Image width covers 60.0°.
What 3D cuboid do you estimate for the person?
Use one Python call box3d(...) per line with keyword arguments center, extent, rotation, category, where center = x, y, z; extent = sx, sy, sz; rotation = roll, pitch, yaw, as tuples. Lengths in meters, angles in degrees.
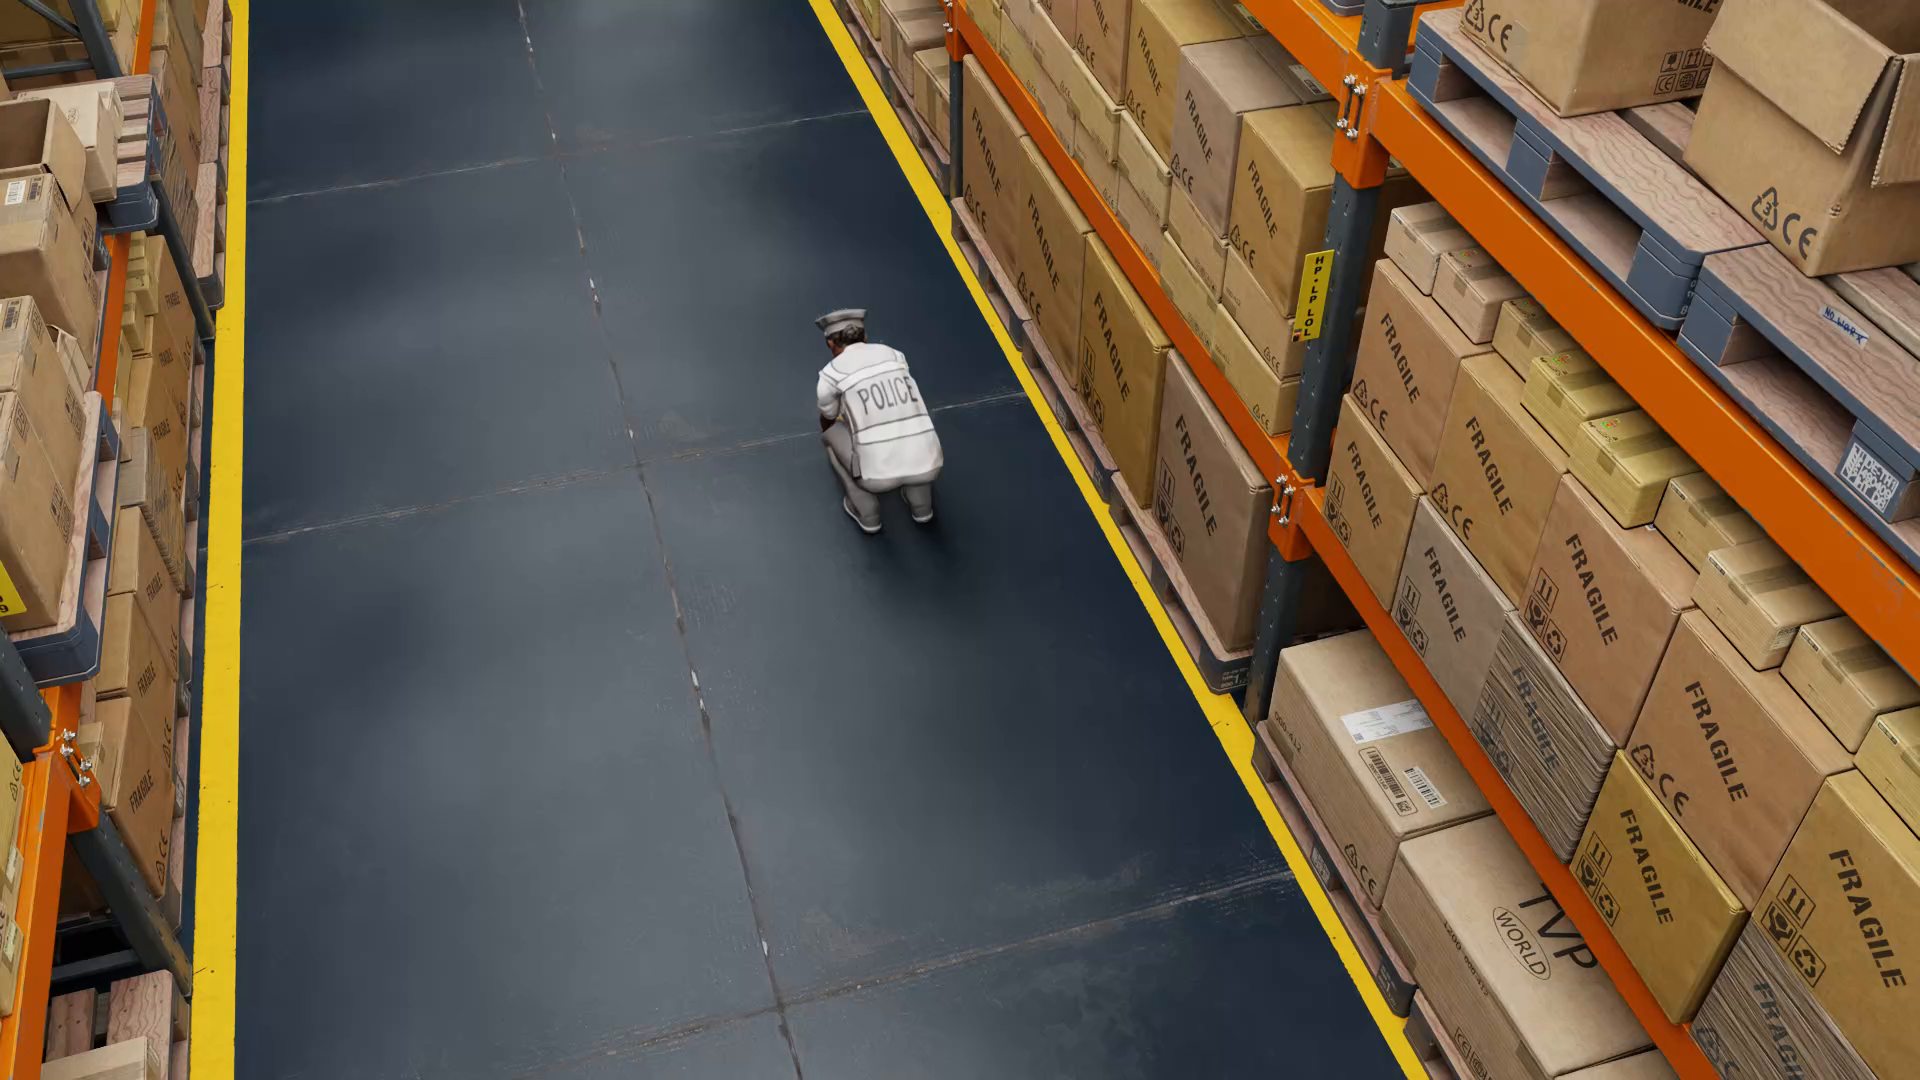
box3d(center=(-0.373, -0.505, 7.417), extent=(0.478, 0.843, 0.891), rotation=(-12, 44, -13), category="person")
